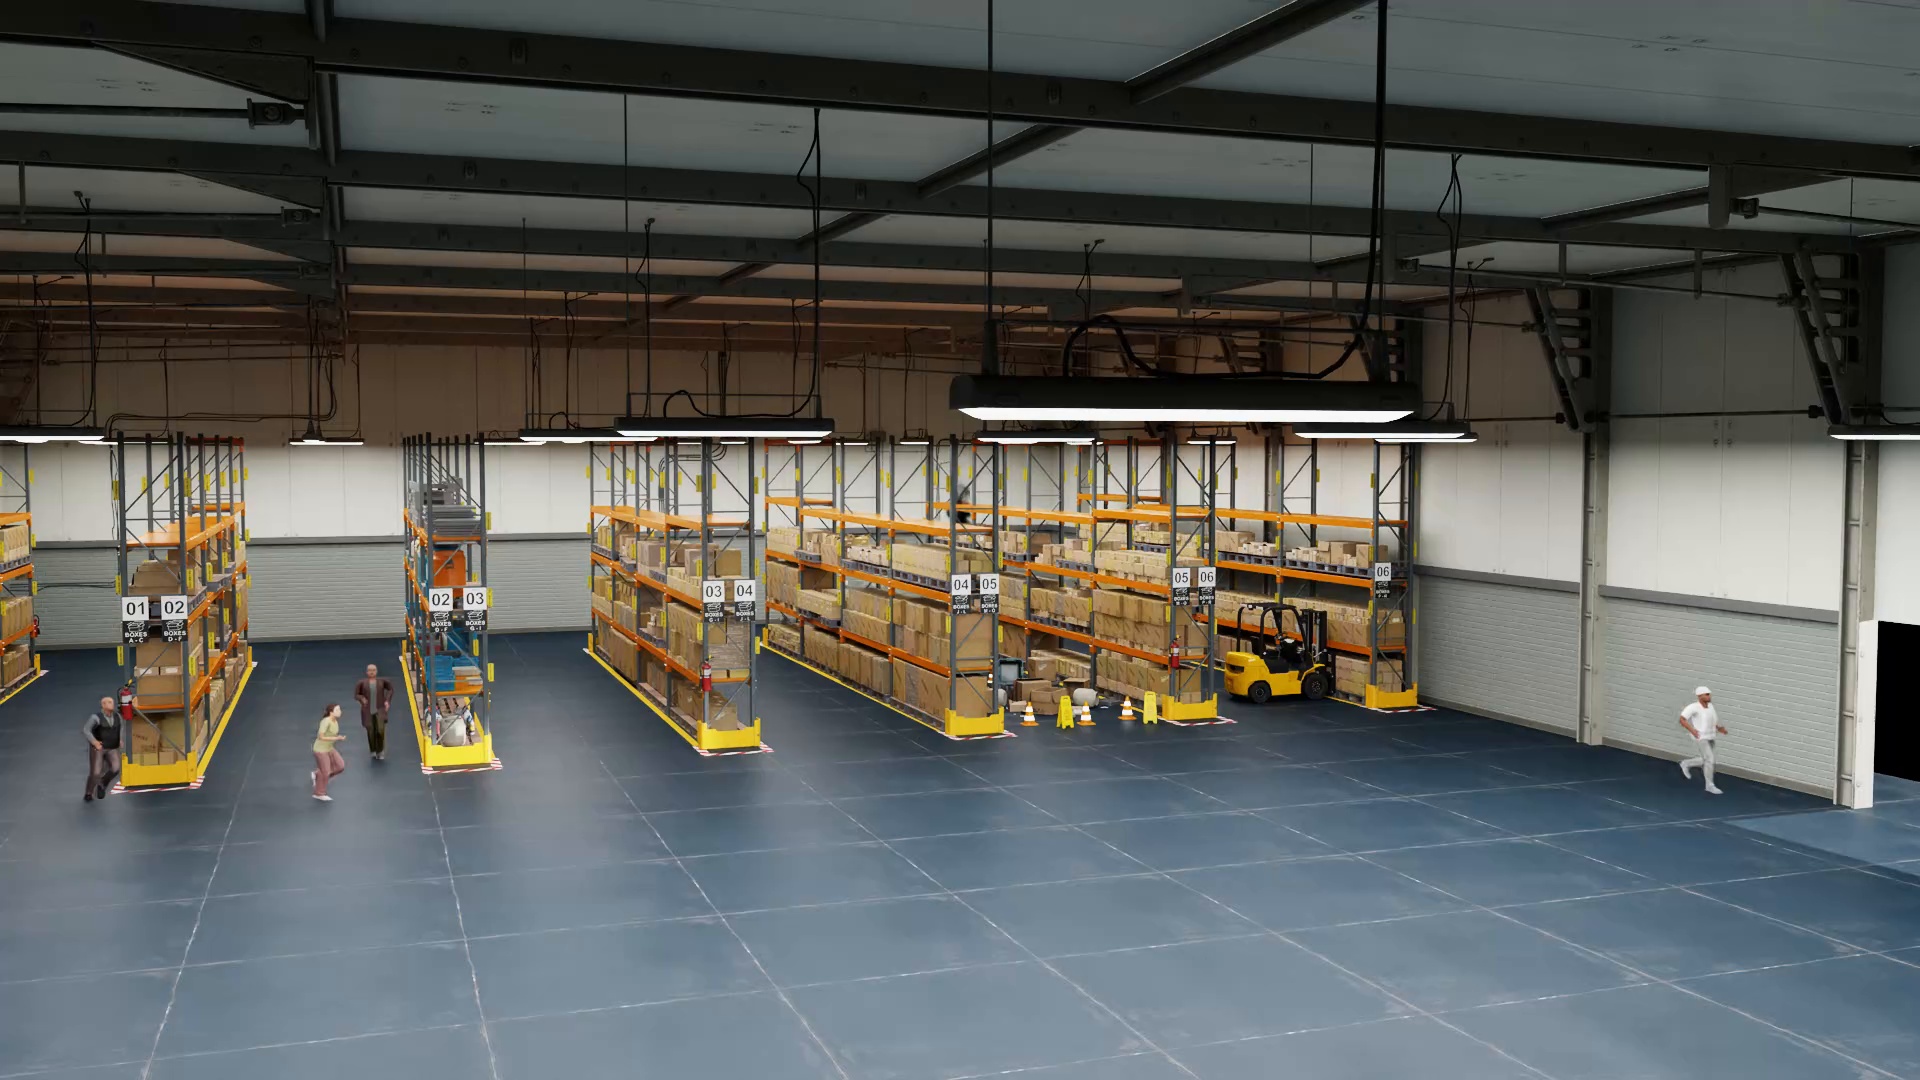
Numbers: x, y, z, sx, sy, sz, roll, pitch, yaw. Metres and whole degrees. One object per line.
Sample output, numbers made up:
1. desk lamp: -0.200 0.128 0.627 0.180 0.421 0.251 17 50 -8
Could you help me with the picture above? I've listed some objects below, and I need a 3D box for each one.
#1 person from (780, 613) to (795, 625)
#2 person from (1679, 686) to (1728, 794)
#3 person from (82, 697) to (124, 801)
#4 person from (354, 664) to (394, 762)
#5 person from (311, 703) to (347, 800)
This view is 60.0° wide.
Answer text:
1. person: -5.097 2.096 49.638 0.615 1.729 0.635 -2 4 -28
2. person: 12.390 3.318 27.809 0.700 1.758 0.850 -2 4 -31
3. person: -13.847 3.385 27.000 0.574 1.656 0.713 3 4 40
4. person: -10.697 3.164 30.358 0.681 1.796 0.774 -1 3 -18
5. person: -10.245 3.437 26.995 0.643 1.607 0.567 0 3 8
